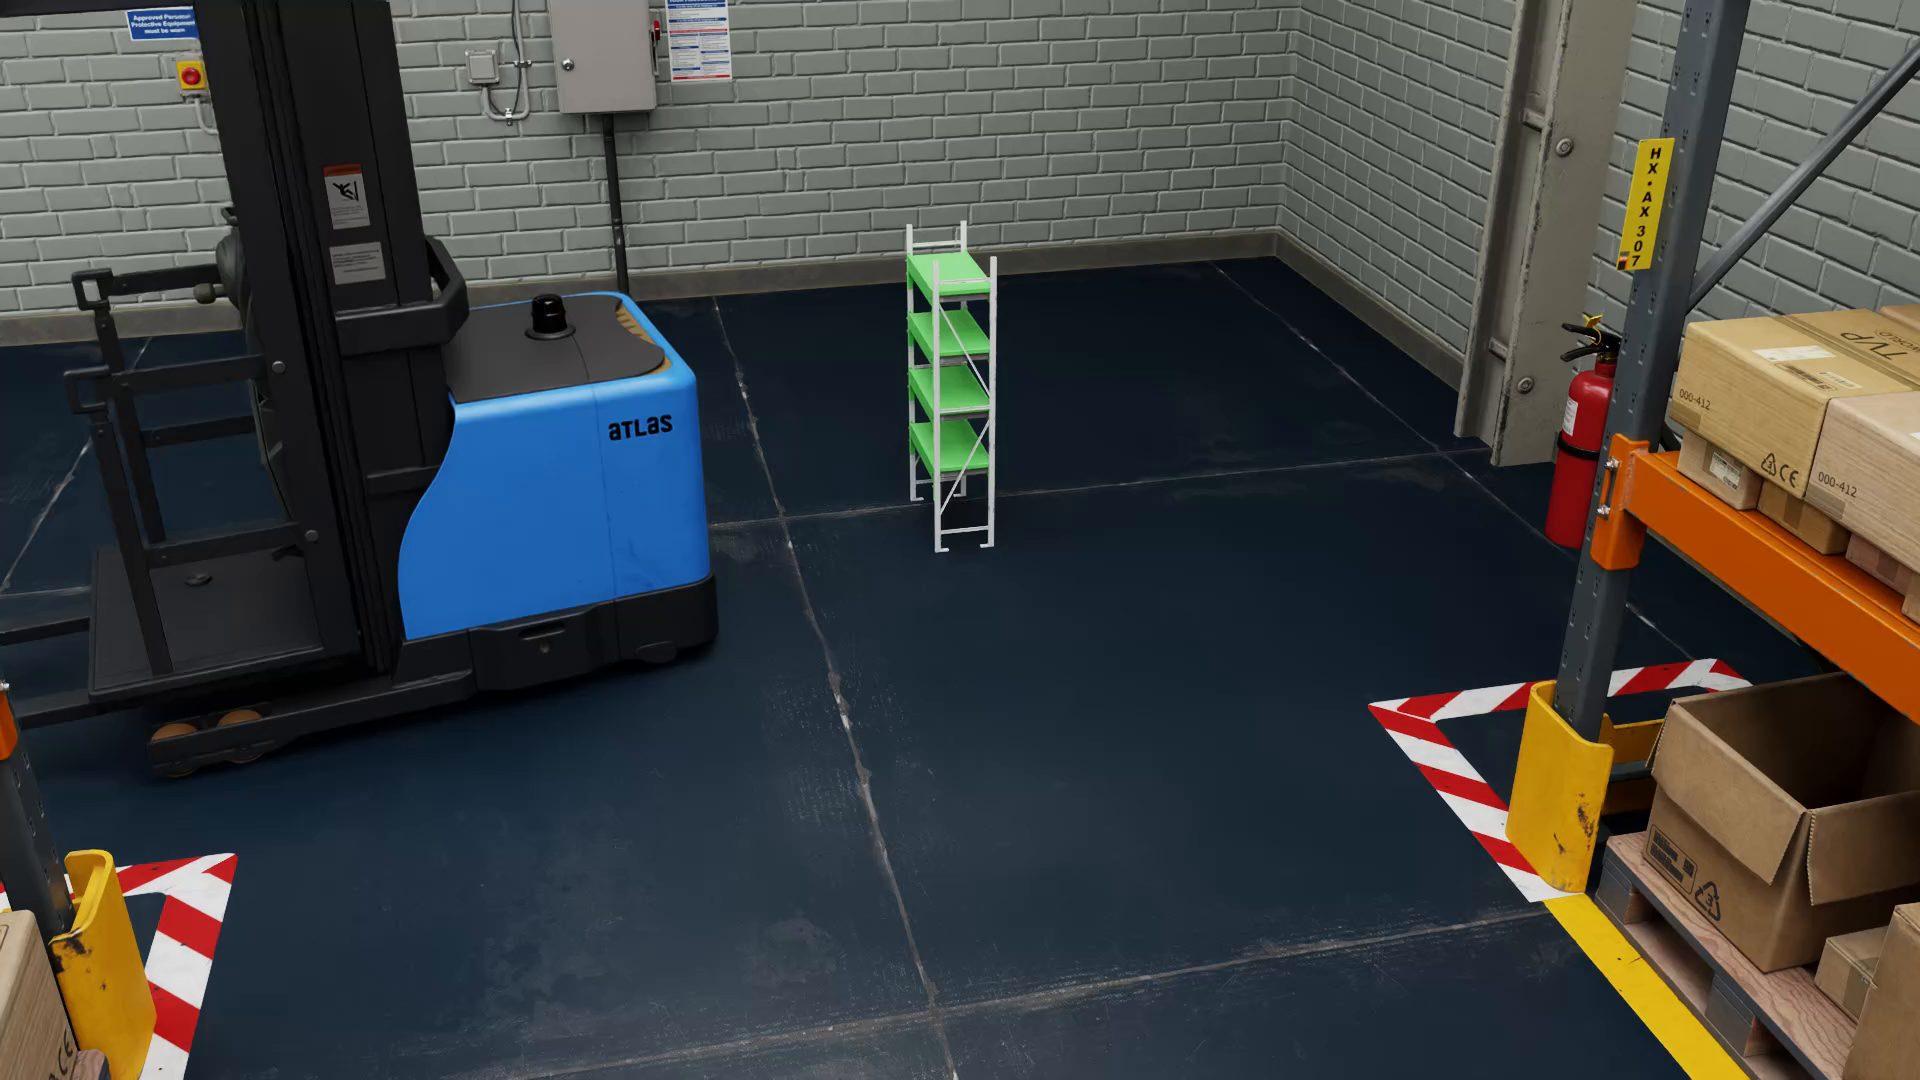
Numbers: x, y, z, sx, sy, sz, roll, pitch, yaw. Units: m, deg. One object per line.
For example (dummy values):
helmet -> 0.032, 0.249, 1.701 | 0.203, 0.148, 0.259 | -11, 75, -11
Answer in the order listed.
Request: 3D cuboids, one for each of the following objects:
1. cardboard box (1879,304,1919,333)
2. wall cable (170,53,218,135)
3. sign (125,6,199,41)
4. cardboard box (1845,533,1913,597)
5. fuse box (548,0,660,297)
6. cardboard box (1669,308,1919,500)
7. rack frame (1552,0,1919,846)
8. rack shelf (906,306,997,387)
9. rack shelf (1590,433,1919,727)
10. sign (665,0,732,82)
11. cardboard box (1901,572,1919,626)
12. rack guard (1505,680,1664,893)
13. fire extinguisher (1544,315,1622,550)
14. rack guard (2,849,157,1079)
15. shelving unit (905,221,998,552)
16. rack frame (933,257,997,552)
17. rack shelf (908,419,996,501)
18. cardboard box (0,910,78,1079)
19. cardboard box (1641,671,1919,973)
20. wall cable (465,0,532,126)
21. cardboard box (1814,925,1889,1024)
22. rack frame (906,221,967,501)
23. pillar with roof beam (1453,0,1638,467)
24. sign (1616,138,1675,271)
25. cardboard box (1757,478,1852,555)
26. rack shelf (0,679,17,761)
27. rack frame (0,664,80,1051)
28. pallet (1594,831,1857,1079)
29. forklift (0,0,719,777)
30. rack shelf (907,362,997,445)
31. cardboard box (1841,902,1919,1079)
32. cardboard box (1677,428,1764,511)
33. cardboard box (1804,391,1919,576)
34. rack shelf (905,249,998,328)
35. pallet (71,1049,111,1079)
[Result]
cardboard box -> 2.579, -0.383, 4.016 | 0.500, 0.250, 0.500 | -5, 27, -10
wall cable -> -3.912, -2.927, 8.057 | 0.585, 1.953, 0.123 | -6, 27, -12
sign -> -3.973, -2.602, 8.276 | 0.327, 0.218, 0.001 | -6, 27, -12
cardboard box -> 2.219, 0.011, 3.678 | 0.380, 0.149, 0.250 | -6, 27, -12
fuse box -> -1.832, -2.033, 8.879 | 0.539, 1.711, 0.414 | -6, 27, -12
cardboard box -> 2.057, -0.331, 3.914 | 0.500, 0.250, 0.500 | -6, 27, -11
rack frame -> 2.217, -0.492, 4.396 | 1.000, 3.000, 0.127 | -6, 27, -12
rack shelf -> -0.037, -0.766, 6.544 | 0.258, 0.148, 0.480 | -6, 27, -12
rack shelf -> 2.668, 0.707, 2.818 | 1.077, 0.370, 4.000 | -6, 27, -12
sign -> -1.398, -2.707, 8.890 | 0.329, 0.494, 0.001 | -6, 27, -12
cardboard box -> 2.216, 0.128, 3.445 | 0.380, 0.149, 0.250 | -5, 27, -10
rack guard -> 2.234, 0.657, 4.893 | 1.175, 0.500, 0.348 | -6, 27, -12
fire extinguisher -> 1.733, -0.309, 4.532 | 0.296, 0.674, 0.183 | -6, 27, -12
rack guard -> -2.624, 1.119, 3.978 | 1.175, 0.500, 0.348 | -6, 27, -12
shelving unit -> -0.037, -0.608, 6.624 | 0.258, 1.200, 0.503 | -6, 27, -12
rack frame -> 0.018, -0.501, 6.411 | 0.240, 1.200, 0.015 | -6, 27, -12
rack shelf -> -0.037, -0.337, 6.761 | 0.258, 0.148, 0.480 | -6, 27, -12
cardboard box -> -2.372, 1.250, 3.323 | 0.875, 0.438, 0.875 | -7, 28, -13
cardboard box -> 2.262, 0.713, 4.312 | 0.797, 0.503, 0.637 | -7, 28, -14
wall cable -> -2.533, -3.062, 8.360 | 0.588, 1.984, 0.122 | -6, 27, -12
cardboard box -> 2.320, 1.062, 4.015 | 0.380, 0.149, 0.250 | -7, 28, -14
rack frame -> -0.092, -0.715, 6.836 | 0.240, 1.200, 0.015 | -6, 27, -12
pillar with roof beam -> -1.707, -4.008, 4.704 | 9.100, 9.000, 0.400 | -6, 27, -12
sign -> 1.688, -0.823, 4.091 | 0.100, 0.325, 0.005 | -6, 27, -12
cardboard box -> 2.126, -0.101, 3.899 | 0.380, 0.149, 0.250 | -5, 27, -10
rack shelf -> -2.168, 1.213, 1.816 | 1.077, 0.370, 4.000 | -6, 27, -12
rack frame -> -2.618, 0.014, 3.394 | 1.000, 3.000, 0.127 | -6, 27, -12
pallet -> 2.415, 1.136, 4.265 | 1.003, 0.211, 1.213 | -6, 27, -12
forklift -> -2.424, -0.829, 5.140 | 3.031, 2.935, 1.130 | -11, 29, -21
rack shelf -> -0.037, -0.551, 6.652 | 0.258, 0.148, 0.480 | -6, 27, -12
cardboard box -> 2.417, 1.094, 3.562 | 0.700, 0.500, 0.500 | -5, 27, -9
cardboard box -> 2.024, -0.208, 4.111 | 0.380, 0.149, 0.250 | -6, 27, -12
cardboard box -> 2.170, -0.110, 3.475 | 0.500, 0.250, 0.500 | -6, 27, -11
rack shelf -> -0.037, -0.980, 6.436 | 0.258, 0.148, 0.480 | -6, 27, -12
pallet -> -2.362, 1.602, 3.342 | 1.003, 0.211, 1.213 | -6, 27, -12
